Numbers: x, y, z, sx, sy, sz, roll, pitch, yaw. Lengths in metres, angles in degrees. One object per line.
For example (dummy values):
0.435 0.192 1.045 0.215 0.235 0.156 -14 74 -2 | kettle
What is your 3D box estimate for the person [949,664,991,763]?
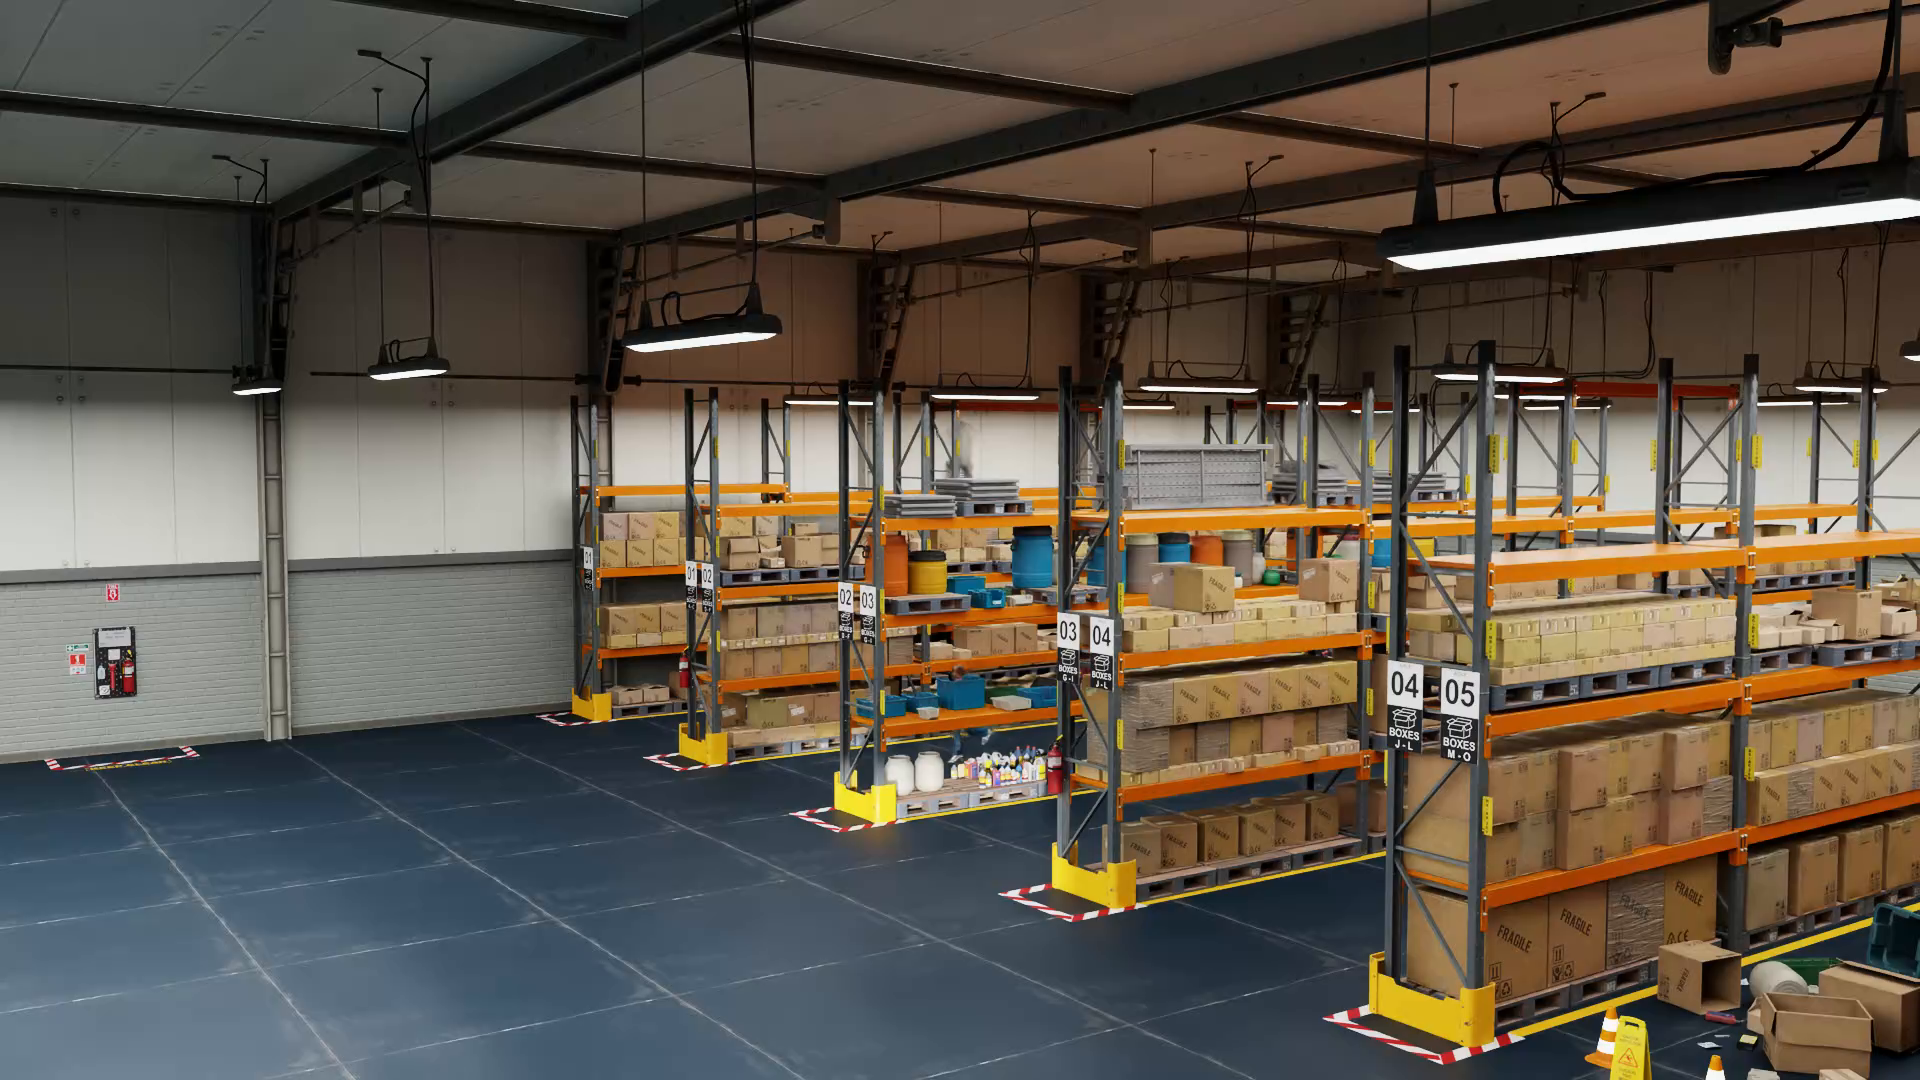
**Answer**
0.139 2.783 26.922 0.885 1.585 0.538 -3 5 -42 | person
